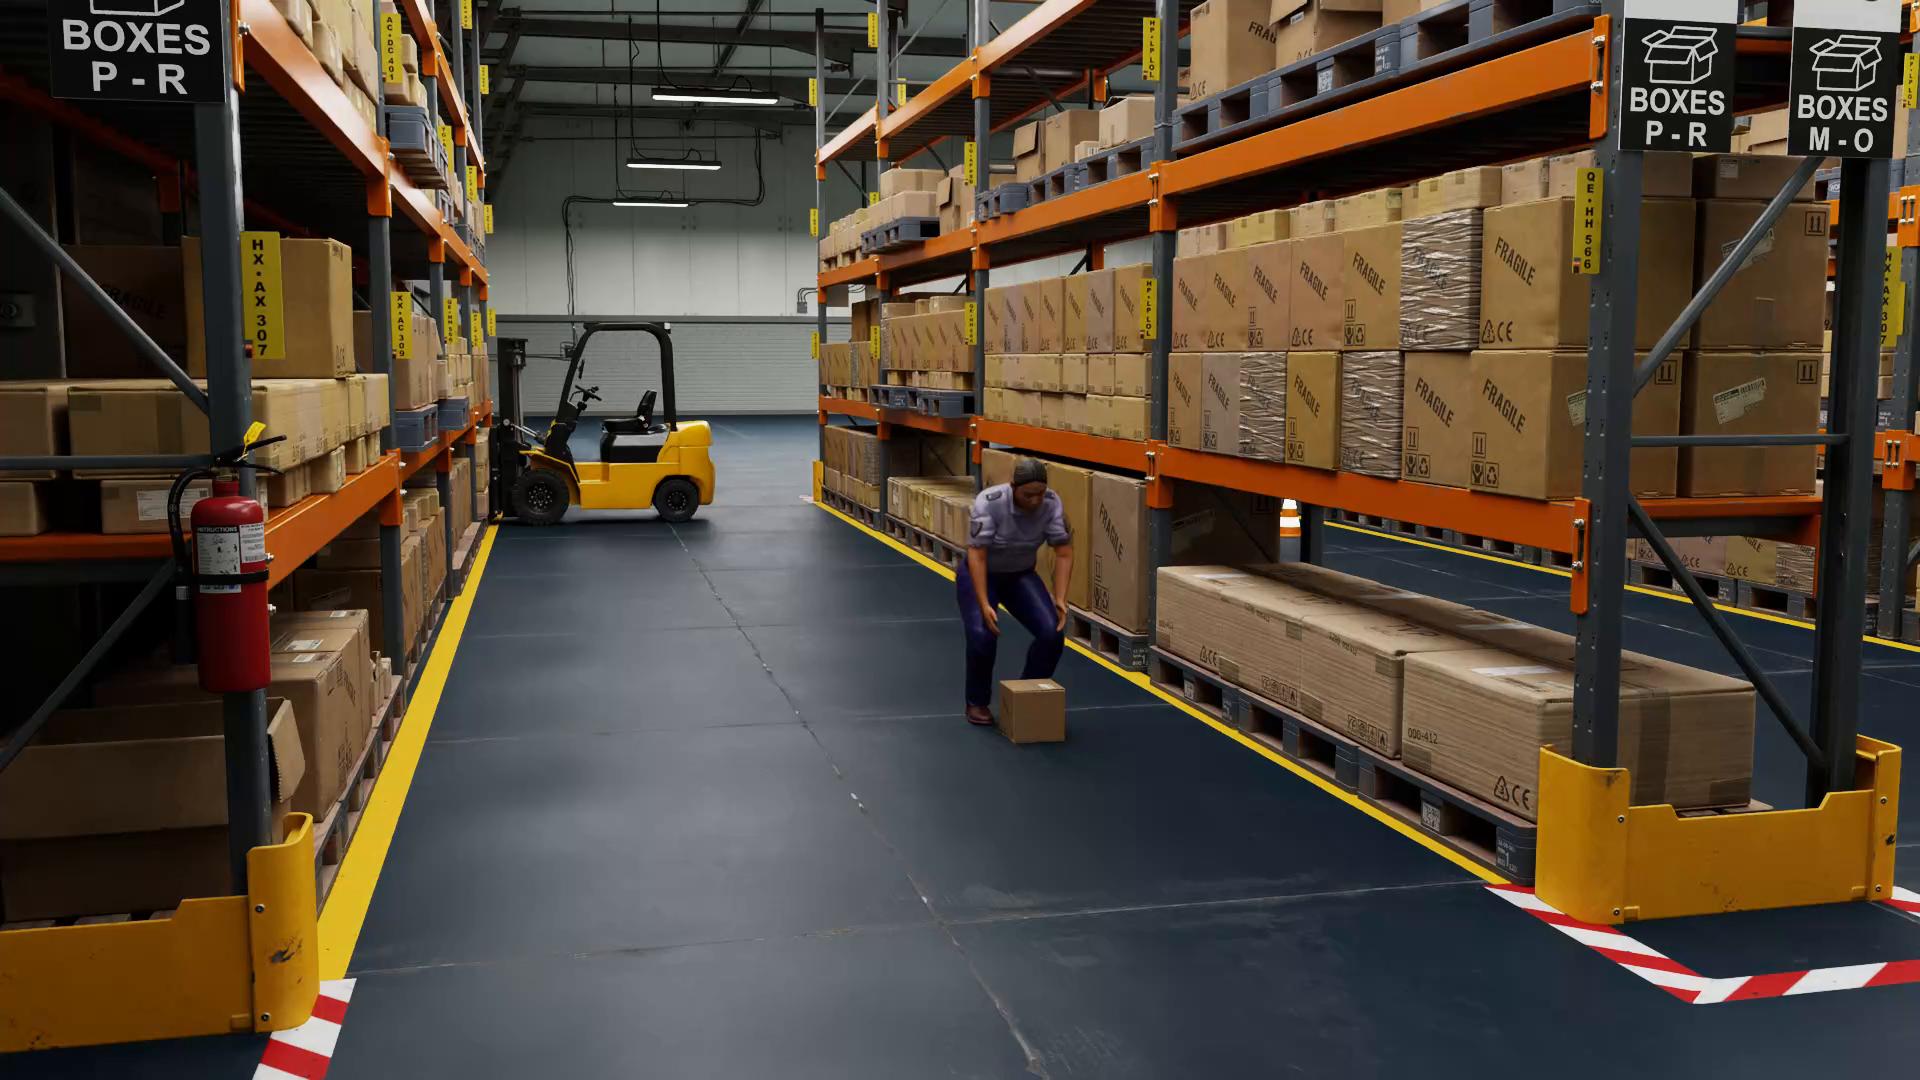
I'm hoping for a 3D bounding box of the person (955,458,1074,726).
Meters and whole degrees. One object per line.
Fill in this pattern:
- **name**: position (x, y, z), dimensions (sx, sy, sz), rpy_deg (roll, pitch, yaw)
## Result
- **person**: position (0.267, 0.239, 8.155), dimensions (0.534, 1.312, 0.688), rpy_deg (-2, 6, -14)
